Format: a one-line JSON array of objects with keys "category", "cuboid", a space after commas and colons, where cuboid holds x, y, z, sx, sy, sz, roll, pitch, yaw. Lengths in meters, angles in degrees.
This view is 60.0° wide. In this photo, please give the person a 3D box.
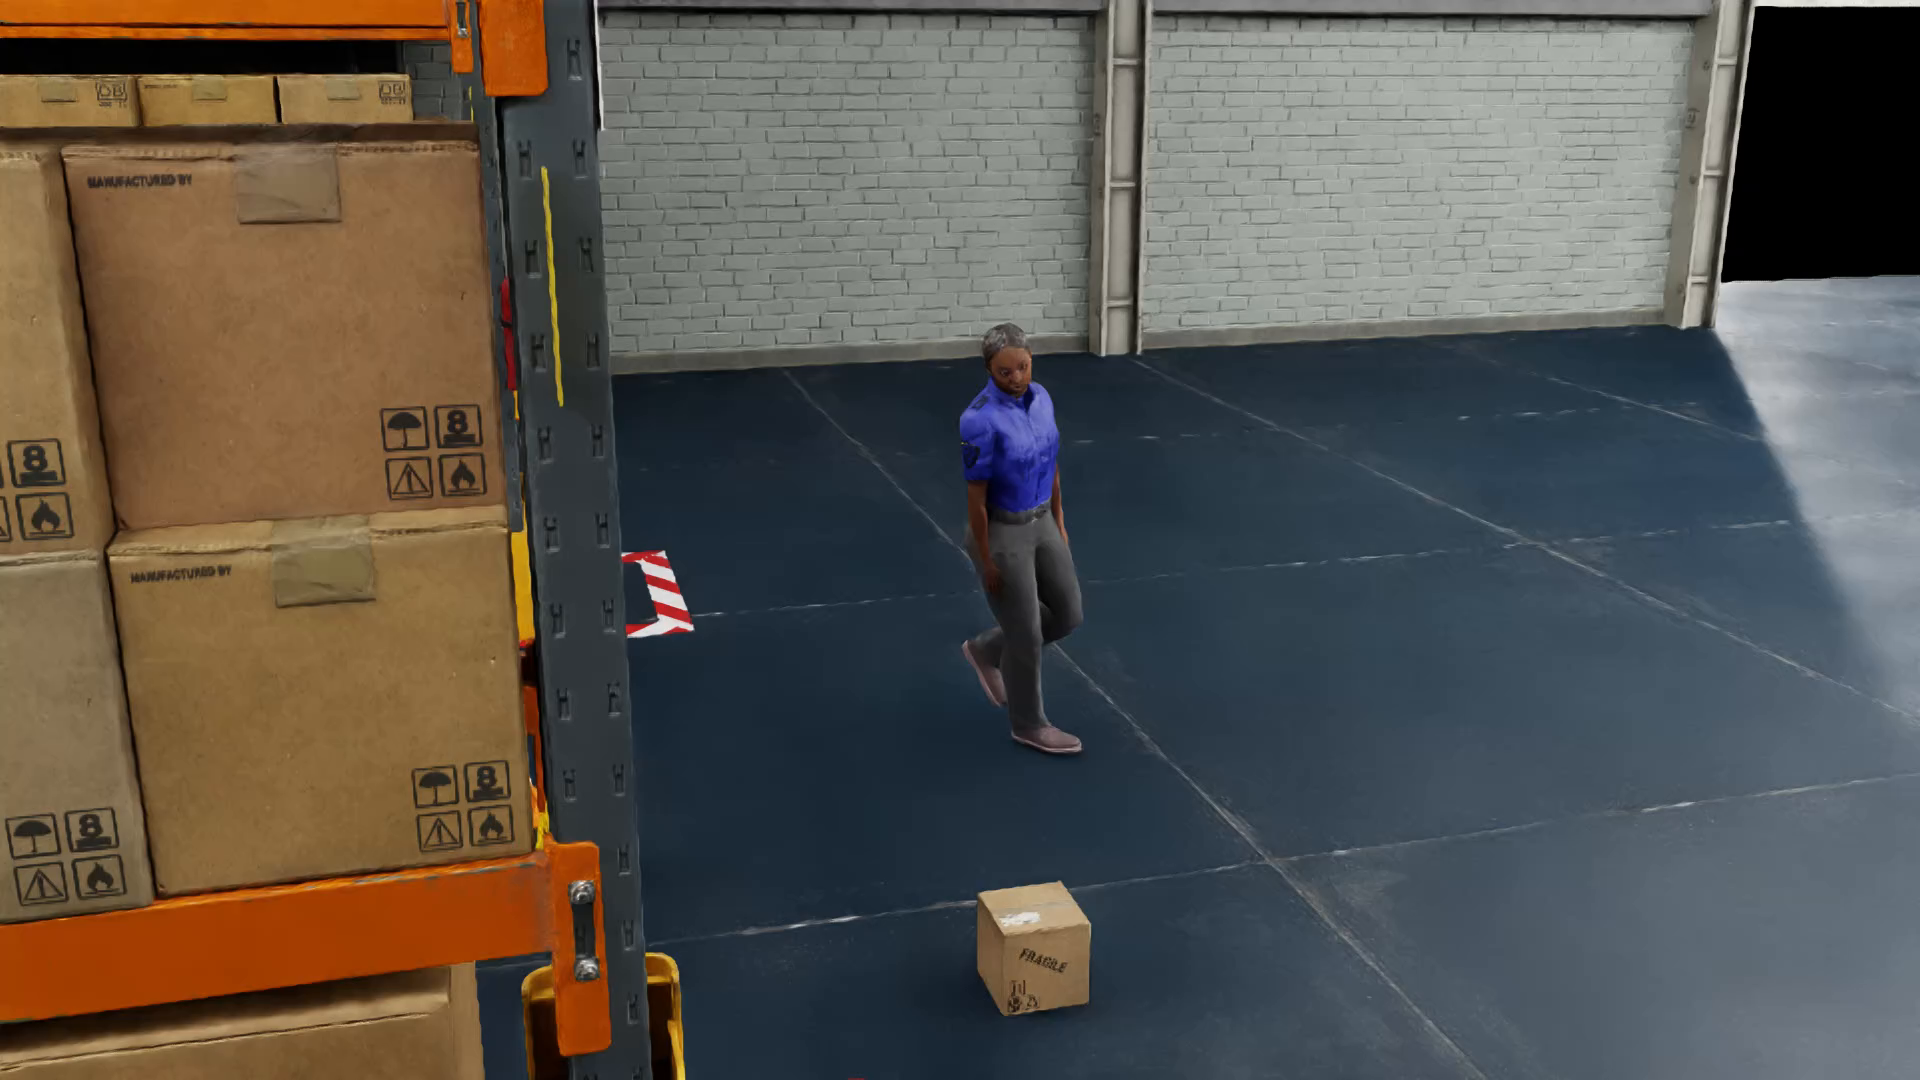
[{"category": "person", "cuboid": [0.159, -0.006, 6.095, 0.581, 1.627, 0.515, 12, 20, 35]}]
